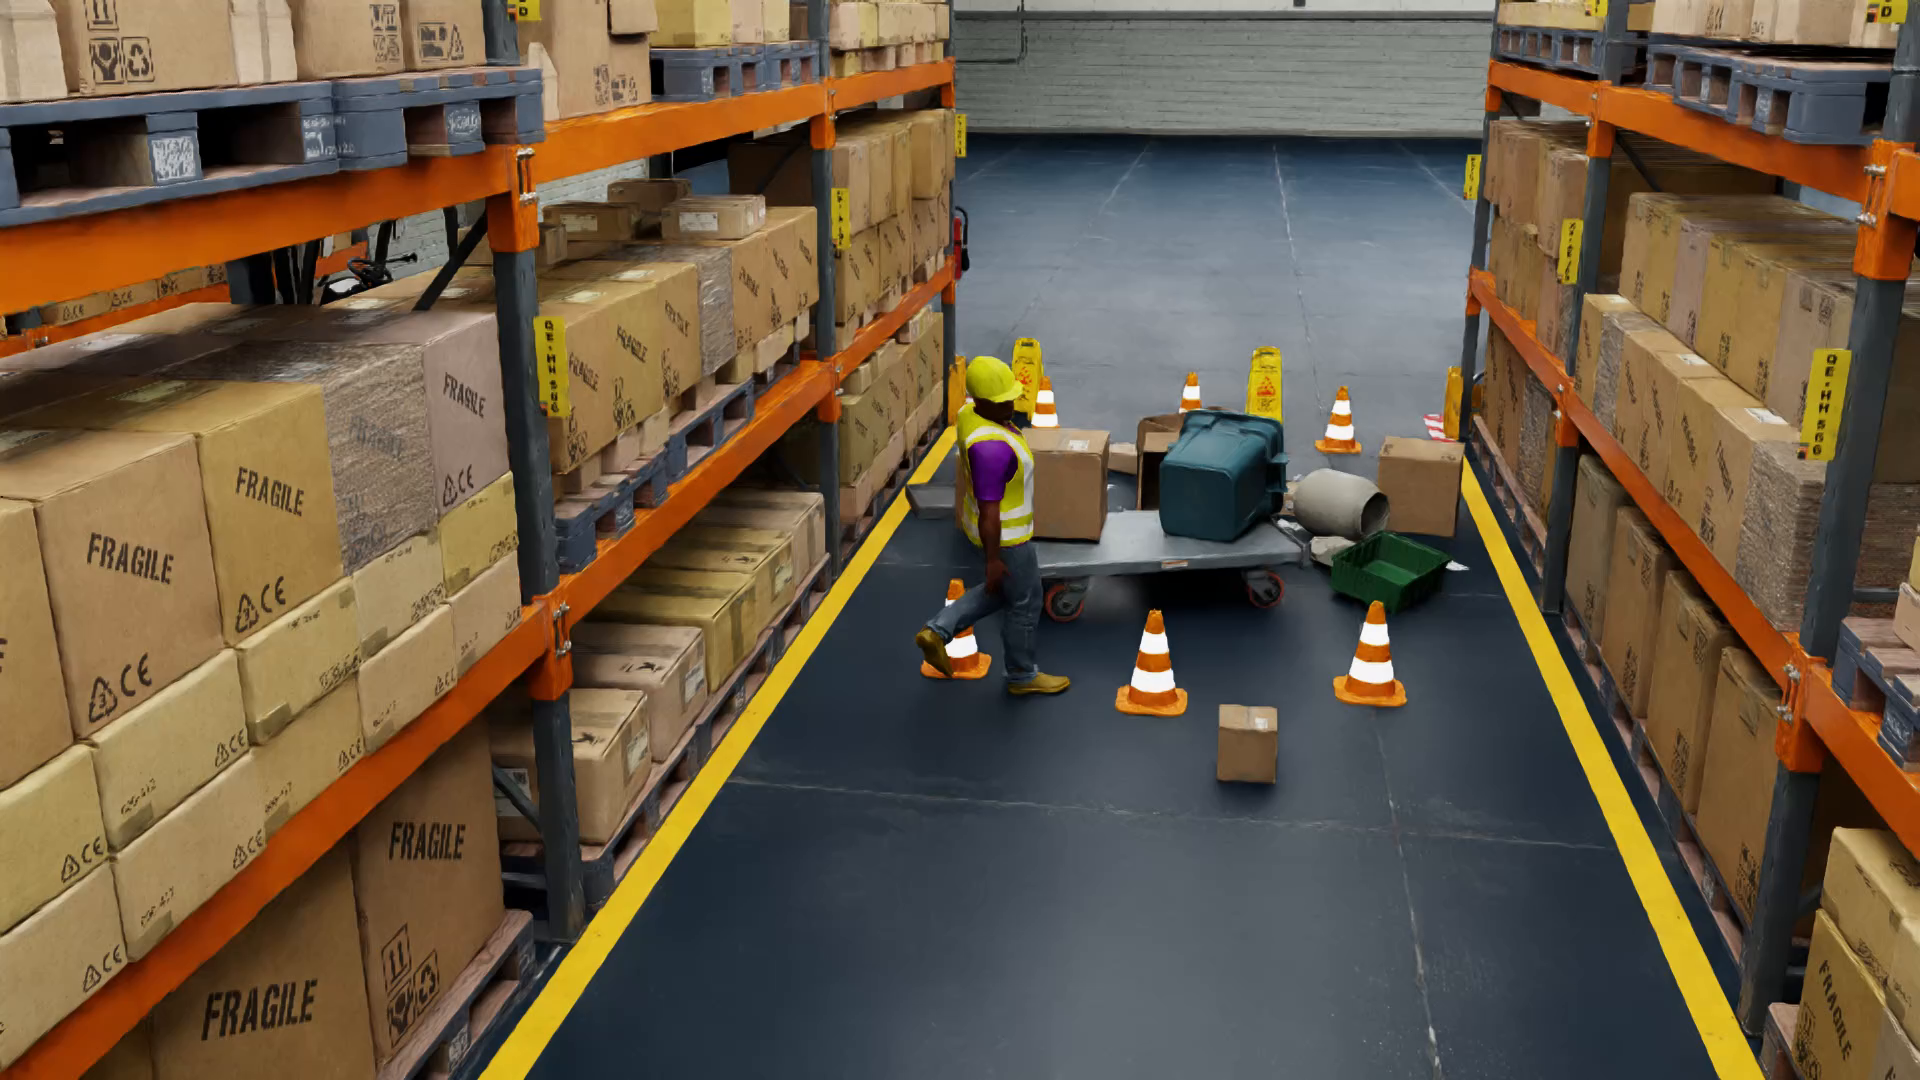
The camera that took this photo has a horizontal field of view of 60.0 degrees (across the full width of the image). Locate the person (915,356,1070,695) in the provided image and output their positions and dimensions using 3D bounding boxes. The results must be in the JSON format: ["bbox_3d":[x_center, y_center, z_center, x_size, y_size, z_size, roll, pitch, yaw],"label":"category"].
[{"bbox_3d":[0.181,-0.037,7.708,0.766,1.717,0.631,-3,18,-9],"label":"person"}]
